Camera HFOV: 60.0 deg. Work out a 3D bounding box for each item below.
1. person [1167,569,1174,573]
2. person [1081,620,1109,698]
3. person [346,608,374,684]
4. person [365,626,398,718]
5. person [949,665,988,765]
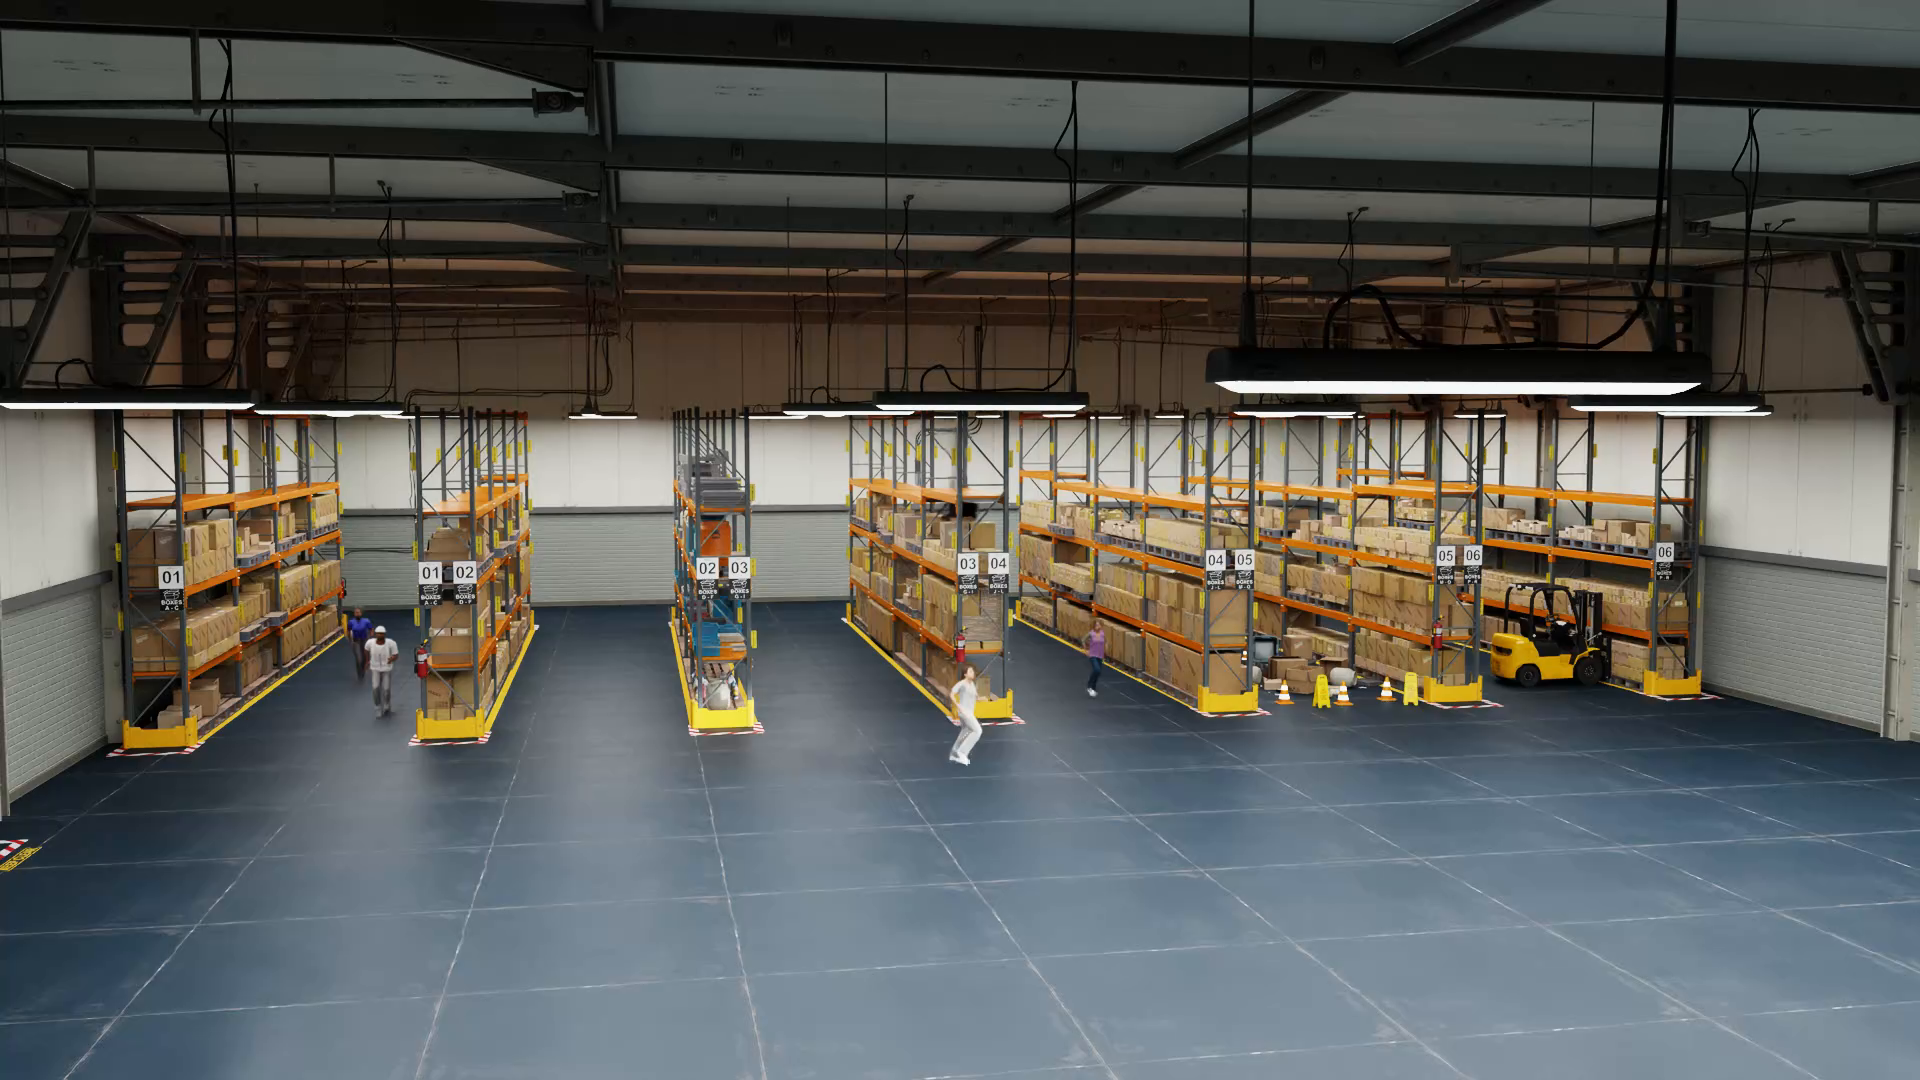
[{"bbox_3d":[5.677,1.661,44.966,0.664,1.736,0.580,-2,5,-27],"label":"person"},{"bbox_3d":[2.840,2.466,34.610,0.527,1.620,0.705,-2,5,-26],"label":"person"},{"bbox_3d":[-13.225,2.317,36.691,0.576,1.654,0.730,-1,4,-20],"label":"person"},{"bbox_3d":[-11.279,2.563,32.440,0.626,1.813,0.865,-1,4,-18],"label":"person"},{"bbox_3d":[0.139,2.919,27.823,0.651,1.660,0.542,1,4,19],"label":"person"}]
